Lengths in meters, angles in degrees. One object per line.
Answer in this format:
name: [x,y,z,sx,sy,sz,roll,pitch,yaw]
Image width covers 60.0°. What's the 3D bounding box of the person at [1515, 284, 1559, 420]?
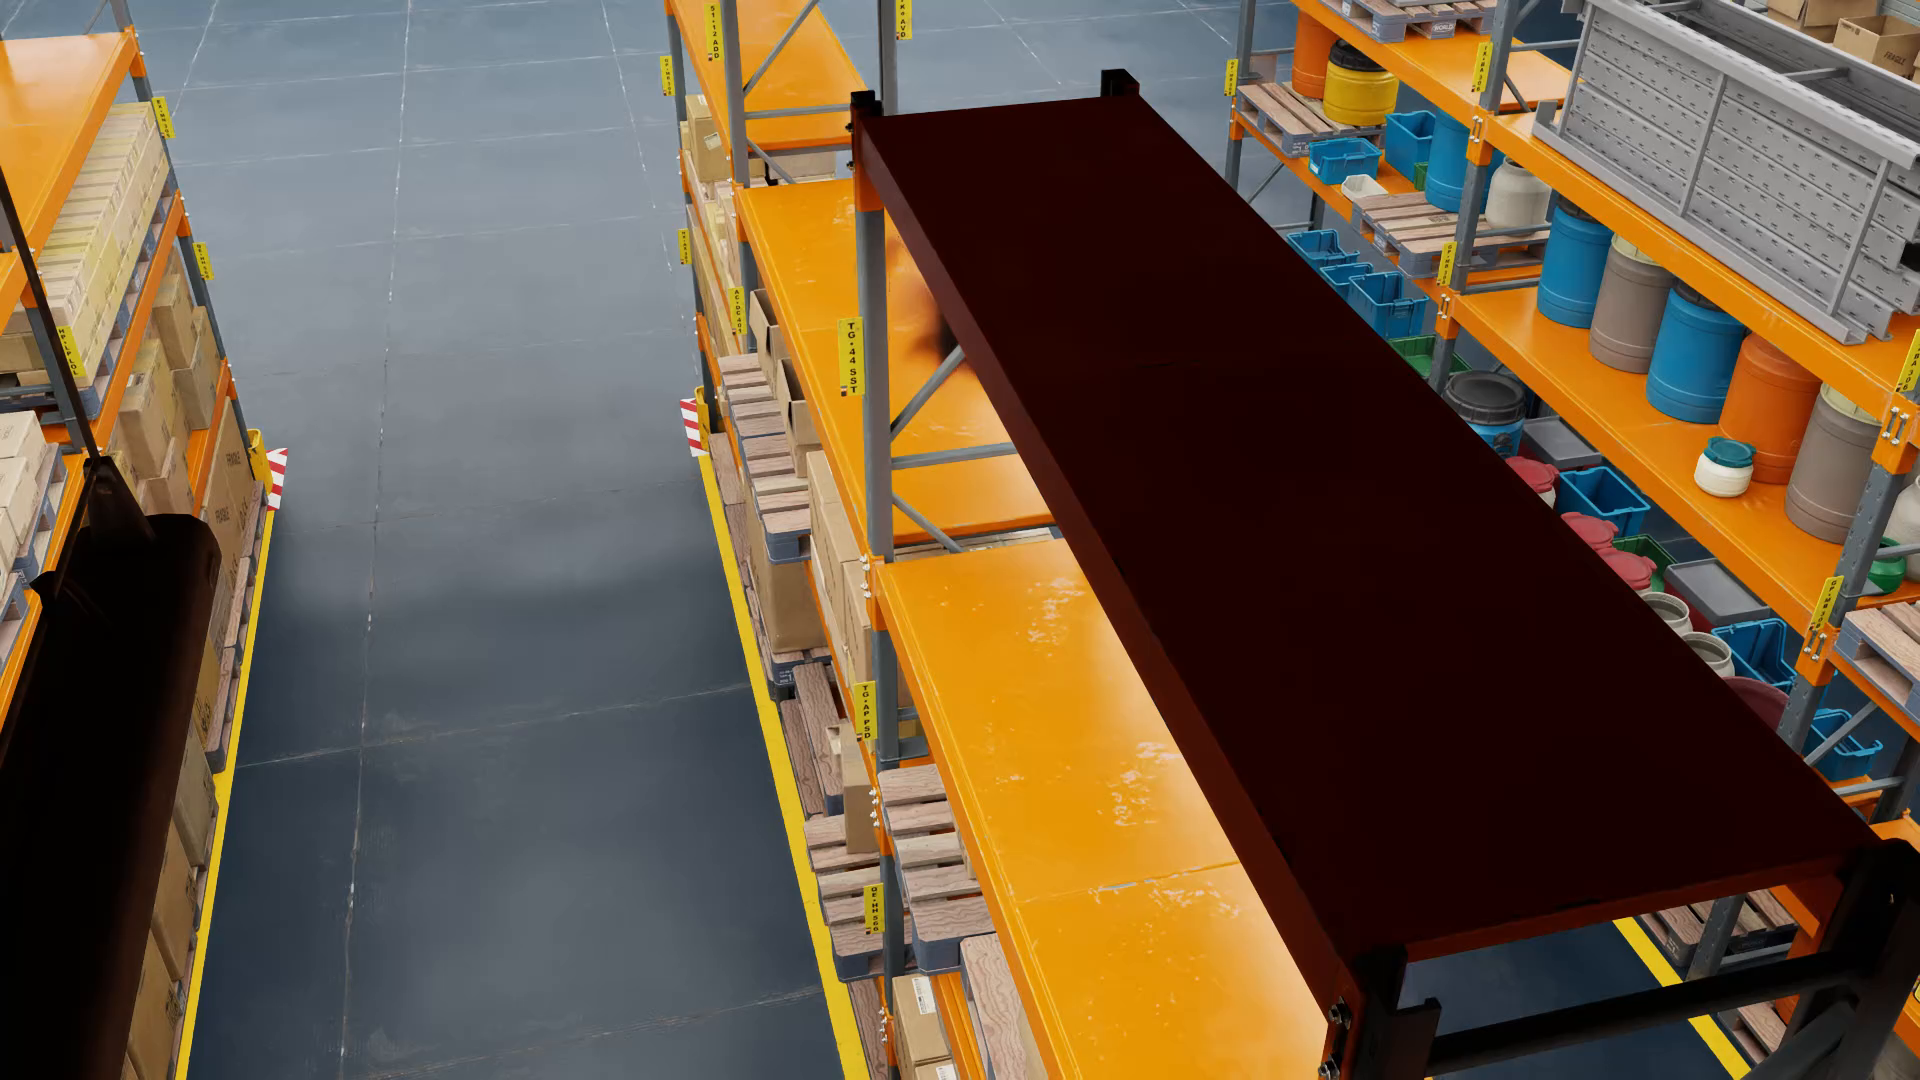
person: [5.398,-1.730,15.275,0.538,1.544,0.612,-26,42,-32]
